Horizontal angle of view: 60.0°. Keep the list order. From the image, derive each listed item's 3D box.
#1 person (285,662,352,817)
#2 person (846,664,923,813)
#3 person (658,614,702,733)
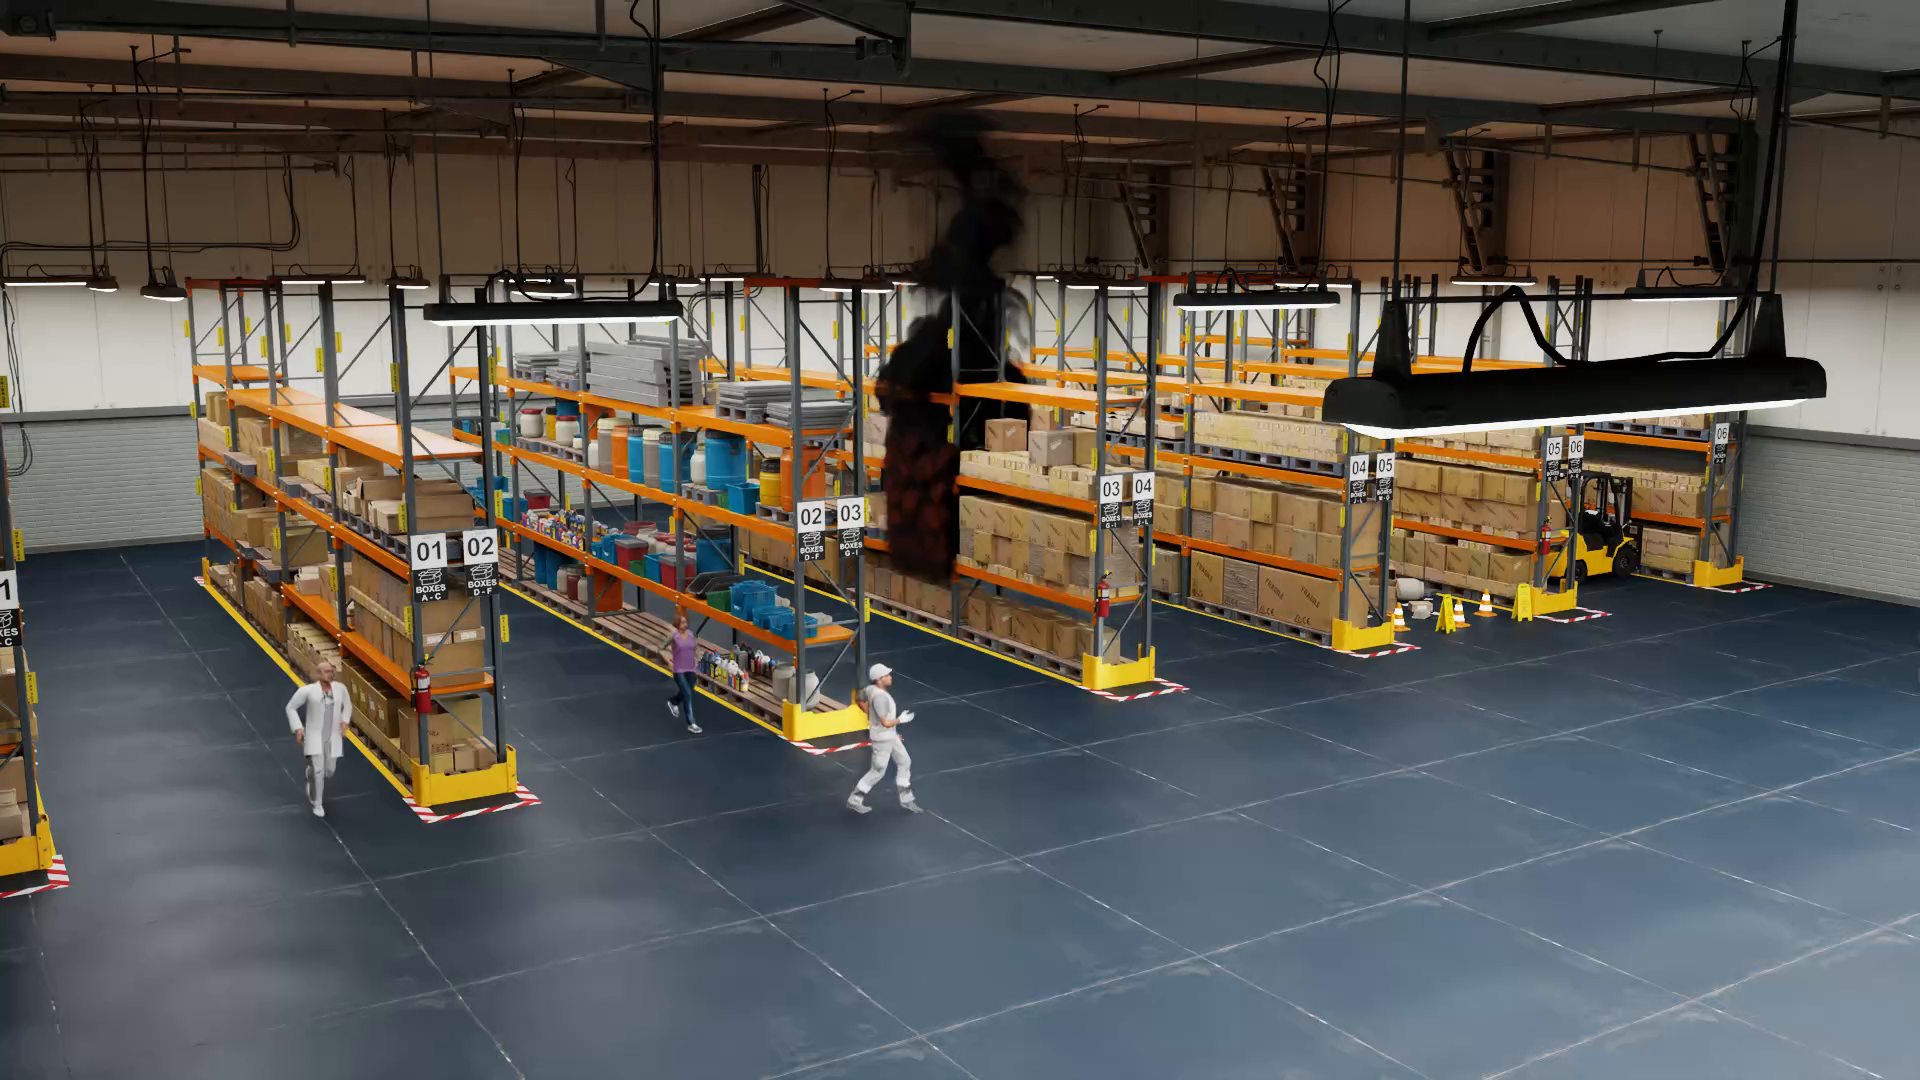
[{"bbox_3d":[-7.447,2.286,19.402,0.756,1.761,0.754,-8,12,-40],"label":"person"},{"bbox_3d":[-0.869,2.294,19.059,0.893,1.812,0.669,0,10,-3],"label":"person"},{"bbox_3d":[-3.781,1.779,22.606,0.545,1.575,0.864,-9,13,-44],"label":"person"}]
